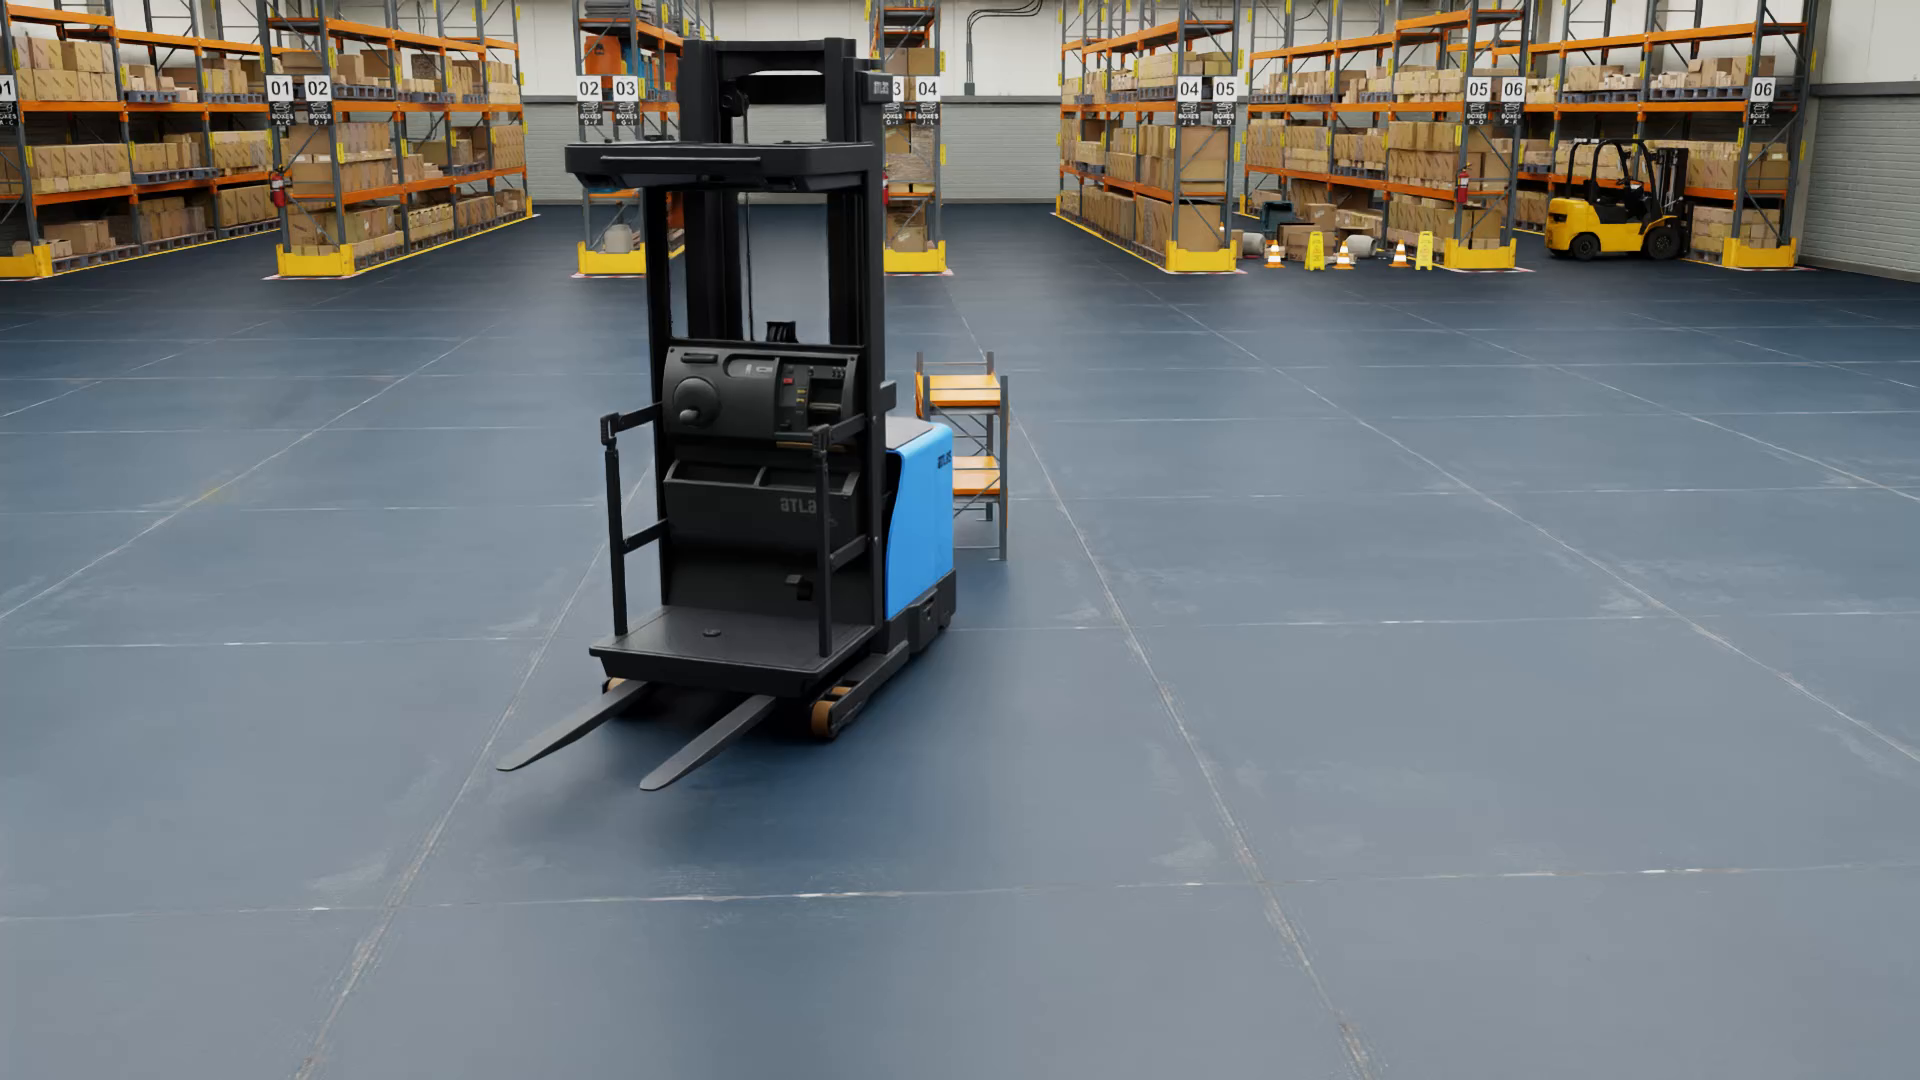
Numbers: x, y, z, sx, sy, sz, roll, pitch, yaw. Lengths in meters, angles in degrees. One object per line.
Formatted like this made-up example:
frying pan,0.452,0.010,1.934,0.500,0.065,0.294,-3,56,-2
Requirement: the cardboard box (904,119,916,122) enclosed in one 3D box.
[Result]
cardboard box,-0.991,-7.725,32.485,1.000,1.000,1.000,-1,14,-3

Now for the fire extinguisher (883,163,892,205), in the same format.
fire extinguisher,-1.287,-5.964,27.841,0.296,0.674,0.183,-1,14,-3

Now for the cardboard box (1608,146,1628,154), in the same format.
cardboard box,13.375,-7.895,33.690,0.380,0.149,0.250,-1,14,-5

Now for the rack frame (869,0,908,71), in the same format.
rack frame,-1.825,-12.922,42.688,1.000,3.000,0.127,-1,14,-3

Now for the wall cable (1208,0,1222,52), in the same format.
wall cable,7.432,-14.485,48.764,0.463,3.000,0.029,-1,14,-3

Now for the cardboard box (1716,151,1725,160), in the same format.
cardboard box,13.710,-6.841,29.591,0.380,0.149,0.250,-1,14,-2

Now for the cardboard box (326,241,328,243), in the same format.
cardboard box,-11.092,-5.010,28.652,0.500,0.250,0.500,-1,14,-3

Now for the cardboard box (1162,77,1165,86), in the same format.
cardboard box,3.718,-7.938,28.800,0.380,0.149,0.250,-1,14,-3

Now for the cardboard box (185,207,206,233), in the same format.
cardboard box,-16.064,-6.621,34.375,0.700,0.500,0.500,-1,14,-3

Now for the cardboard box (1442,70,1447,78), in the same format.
cardboard box,8.757,-8.239,29.414,0.380,0.149,0.250,-1,14,-3

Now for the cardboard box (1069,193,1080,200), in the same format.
cardboard box,2.943,-8.591,41.582,0.380,0.149,0.250,-1,14,-5

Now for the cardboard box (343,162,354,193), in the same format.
cardboard box,-10.775,-6.180,28.326,0.700,0.500,0.500,-1,14,-2

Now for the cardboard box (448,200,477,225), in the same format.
cardboard box,-11.024,-7.250,36.816,0.500,0.500,0.500,-1,14,-4

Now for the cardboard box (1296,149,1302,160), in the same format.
cardboard box,8.125,-8.975,38.686,0.500,0.250,0.500,-1,14,-3

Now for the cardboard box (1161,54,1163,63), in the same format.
cardboard box,3.702,-8.388,28.949,0.380,0.149,0.250,-1,14,-3

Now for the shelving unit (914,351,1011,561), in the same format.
shelving unit,0.000,-0.546,10.393,0.538,1.125,1.048,-1,14,-3

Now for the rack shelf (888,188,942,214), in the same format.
rack shelf,-0.958,-6.186,29.993,1.077,0.370,4.000,-1,14,-3

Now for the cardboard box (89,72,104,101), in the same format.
cardboard box,-15.616,-8.065,29.593,0.500,0.500,0.500,-2,15,-8

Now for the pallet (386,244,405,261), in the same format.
pallet,-10.962,-5.331,30.822,1.003,0.211,1.213,-1,14,-3

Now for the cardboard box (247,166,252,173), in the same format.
cardboard box,-16.070,-8.284,37.166,0.380,0.149,0.250,-1,14,-5

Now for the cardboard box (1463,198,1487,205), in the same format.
cardboard box,13.042,-8.615,42.162,0.700,0.500,0.500,-1,14,-6

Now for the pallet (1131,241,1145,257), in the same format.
pallet,3.844,-5.542,31.644,1.003,0.211,1.213,-1,14,-3

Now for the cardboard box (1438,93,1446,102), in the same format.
cardboard box,8.713,-7.859,29.534,0.380,0.149,0.250,-1,14,-4

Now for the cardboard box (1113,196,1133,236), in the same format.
cardboard box,3.691,-6.590,33.791,1.050,0.750,0.750,-1,14,-3

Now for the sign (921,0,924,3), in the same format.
sign,-0.788,-11.433,34.871,0.100,0.325,0.005,-1,14,-3

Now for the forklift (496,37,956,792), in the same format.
forklift,-0.965,-0.673,7.260,1.130,2.935,3.031,5,15,18

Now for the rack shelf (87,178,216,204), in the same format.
rack shelf,-16.037,-6.951,32.967,1.077,0.370,4.000,-1,14,-3

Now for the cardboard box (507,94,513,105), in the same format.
cardboard box,-11.354,-10.872,41.042,0.500,0.250,0.500,-1,14,-3

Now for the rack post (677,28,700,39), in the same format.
rack post,-6.268,-11.107,36.638,0.937,0.300,0.954,1,14,3

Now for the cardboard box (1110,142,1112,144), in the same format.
cardboard box,3.659,-9.088,38.296,0.380,0.149,0.250,-1,14,-5

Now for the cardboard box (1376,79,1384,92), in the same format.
cardboard box,8.602,-9.037,33.069,0.500,0.250,0.500,-1,14,-3

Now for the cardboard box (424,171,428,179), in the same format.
cardboard box,-11.082,-7.437,33.914,0.380,0.149,0.250,0,14,1

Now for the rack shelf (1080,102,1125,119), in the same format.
rack shelf,3.503,-9.680,37.552,1.077,0.370,4.000,-1,14,-3

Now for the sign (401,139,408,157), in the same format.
sign,-10.415,-7.346,31.162,0.100,0.325,0.005,-1,14,-3

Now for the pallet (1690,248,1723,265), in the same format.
pallet,13.922,-5.107,29.950,1.003,0.211,1.213,-1,14,-3

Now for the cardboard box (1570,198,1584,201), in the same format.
cardboard box,13.589,-6.993,35.607,0.875,0.625,0.625,0,14,-2

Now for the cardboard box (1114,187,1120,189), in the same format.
cardboard box,3.777,-7.859,37.718,0.500,0.250,0.500,-1,14,-3

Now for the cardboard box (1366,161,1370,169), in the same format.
cardboard box,8.432,-7.583,33.640,0.380,0.149,0.250,-1,14,-3

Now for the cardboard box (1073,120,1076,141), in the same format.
cardboard box,3.043,-9.991,40.532,0.500,0.500,0.500,-1,14,-5

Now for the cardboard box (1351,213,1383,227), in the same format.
cardboard box,8.682,-6.598,34.579,0.950,0.372,0.625,0,14,-2

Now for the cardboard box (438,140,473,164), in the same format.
cardboard box,-11.294,-8.683,37.209,0.700,0.500,0.500,-5,15,-18

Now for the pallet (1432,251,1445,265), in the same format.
pallet,9.037,-5.061,29.773,1.003,0.211,1.213,-1,14,-3

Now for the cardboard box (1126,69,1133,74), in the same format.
cardboard box,3.845,-10.183,36.327,0.396,0.266,0.258,-1,14,-3

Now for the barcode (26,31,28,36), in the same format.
barcode,-16.256,-8.823,28.965,0.001,0.075,0.075,-1,14,-3

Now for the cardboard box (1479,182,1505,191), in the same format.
cardboard box,9.243,-6.156,28.936,0.380,0.149,0.250,-1,14,-3

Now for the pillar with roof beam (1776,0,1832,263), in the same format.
pillar with roof beam,10.571,-9.293,28.587,9.100,9.000,0.400,-1,14,-3

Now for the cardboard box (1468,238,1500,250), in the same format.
cardboard box,9.283,-5.267,29.651,0.500,0.250,0.500,-1,14,-4

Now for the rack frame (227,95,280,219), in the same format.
rack frame,-16.409,-8.792,38.677,1.000,3.000,0.127,-1,14,-3

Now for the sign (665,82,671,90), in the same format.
sign,-5.475,-8.418,31.186,0.100,0.325,0.005,-1,14,-3

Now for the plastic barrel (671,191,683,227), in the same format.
plastic barrel,-6.320,-7.224,36.095,0.600,0.830,0.708,-1,14,-3

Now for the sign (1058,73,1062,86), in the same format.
sign,2.590,-11.935,43.120,0.100,0.325,0.005,-1,14,-3
